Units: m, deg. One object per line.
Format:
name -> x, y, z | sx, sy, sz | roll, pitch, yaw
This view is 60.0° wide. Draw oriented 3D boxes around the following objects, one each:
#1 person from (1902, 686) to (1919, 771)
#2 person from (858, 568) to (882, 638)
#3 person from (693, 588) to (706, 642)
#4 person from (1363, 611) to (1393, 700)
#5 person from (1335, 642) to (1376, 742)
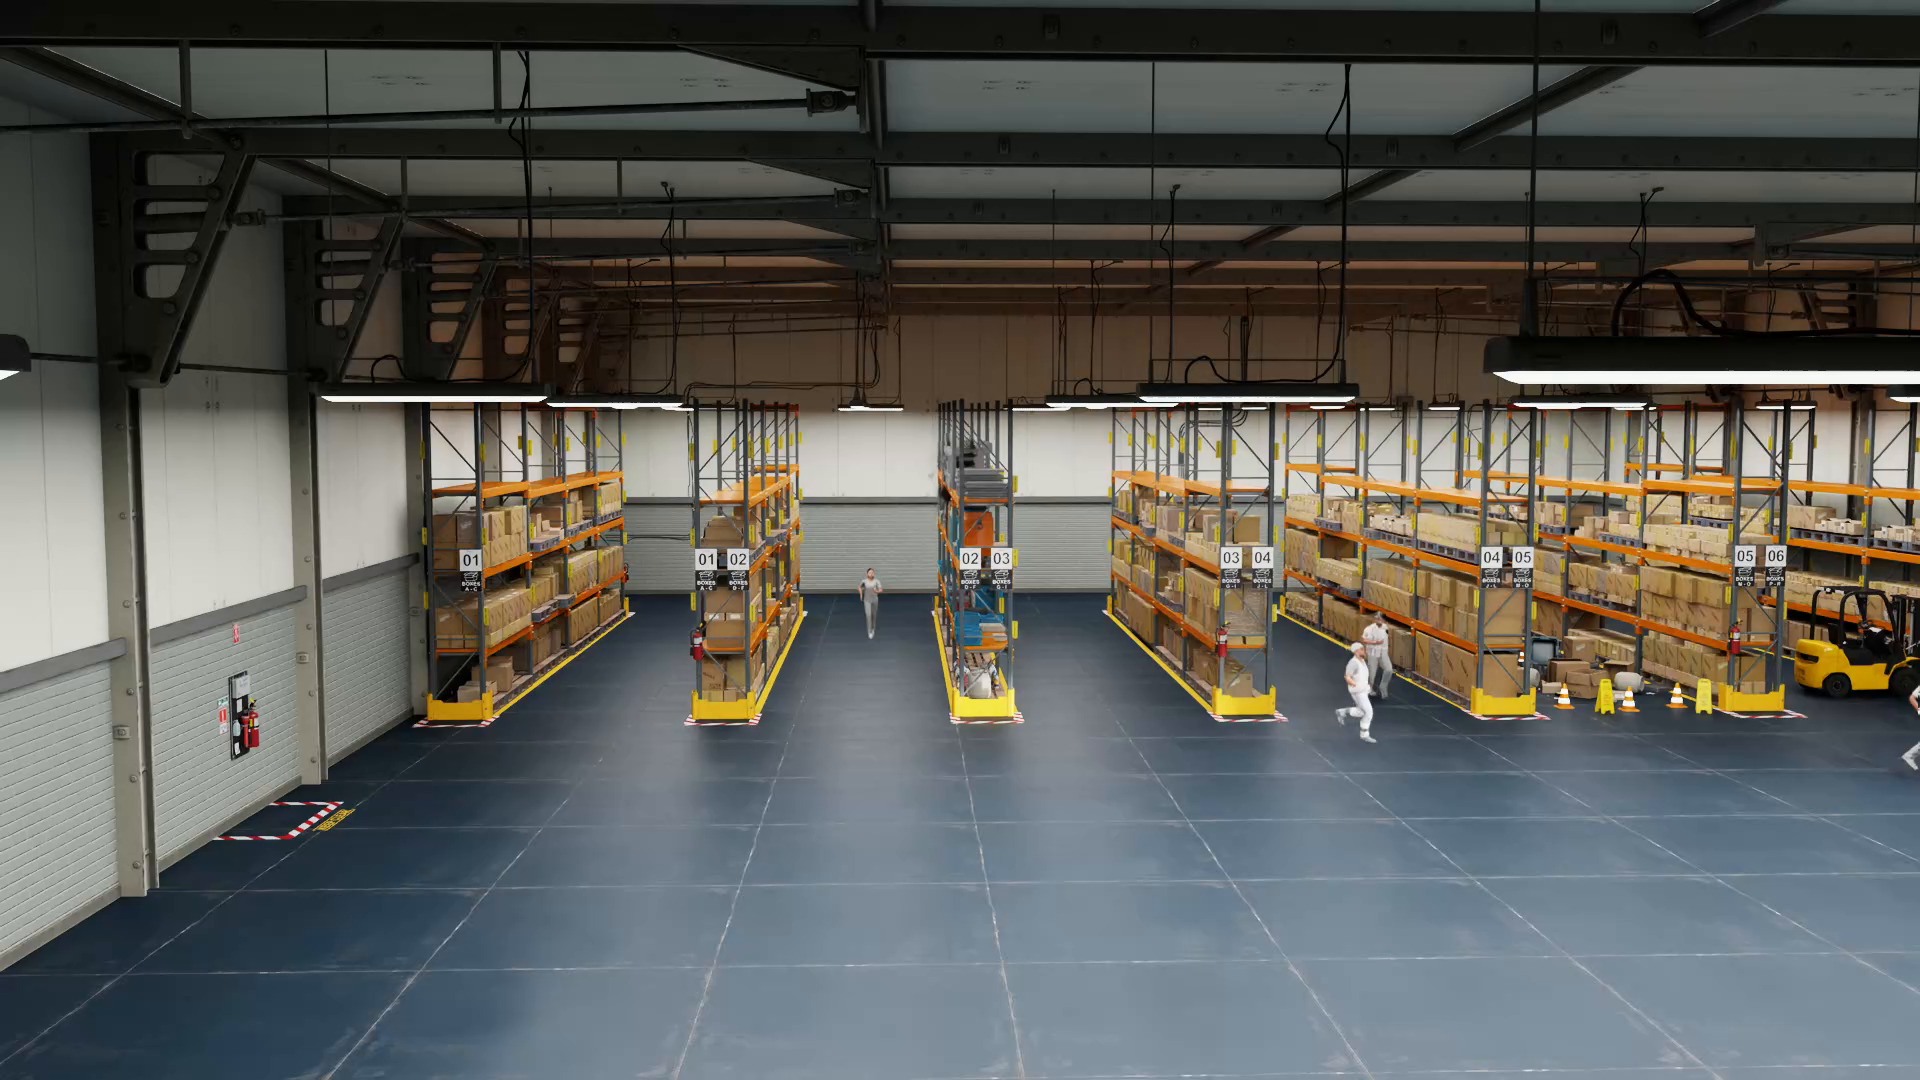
person -> 15.269, 2.826, 26.043 | 0.700, 1.767, 0.997 | -3, 5, -36
person -> -2.177, 1.538, 40.615 | 0.565, 1.697, 0.926 | -1, 4, -9
person -> -6.208, 1.743, 40.529 | 0.673, 1.790, 1.040 | -1, 4, -8
person -> 8.375, 2.318, 33.433 | 0.641, 1.815, 0.790 | -1, 4, -11
person -> 6.943, 2.657, 29.189 | 0.763, 1.739, 0.653 | 2, 5, 27
